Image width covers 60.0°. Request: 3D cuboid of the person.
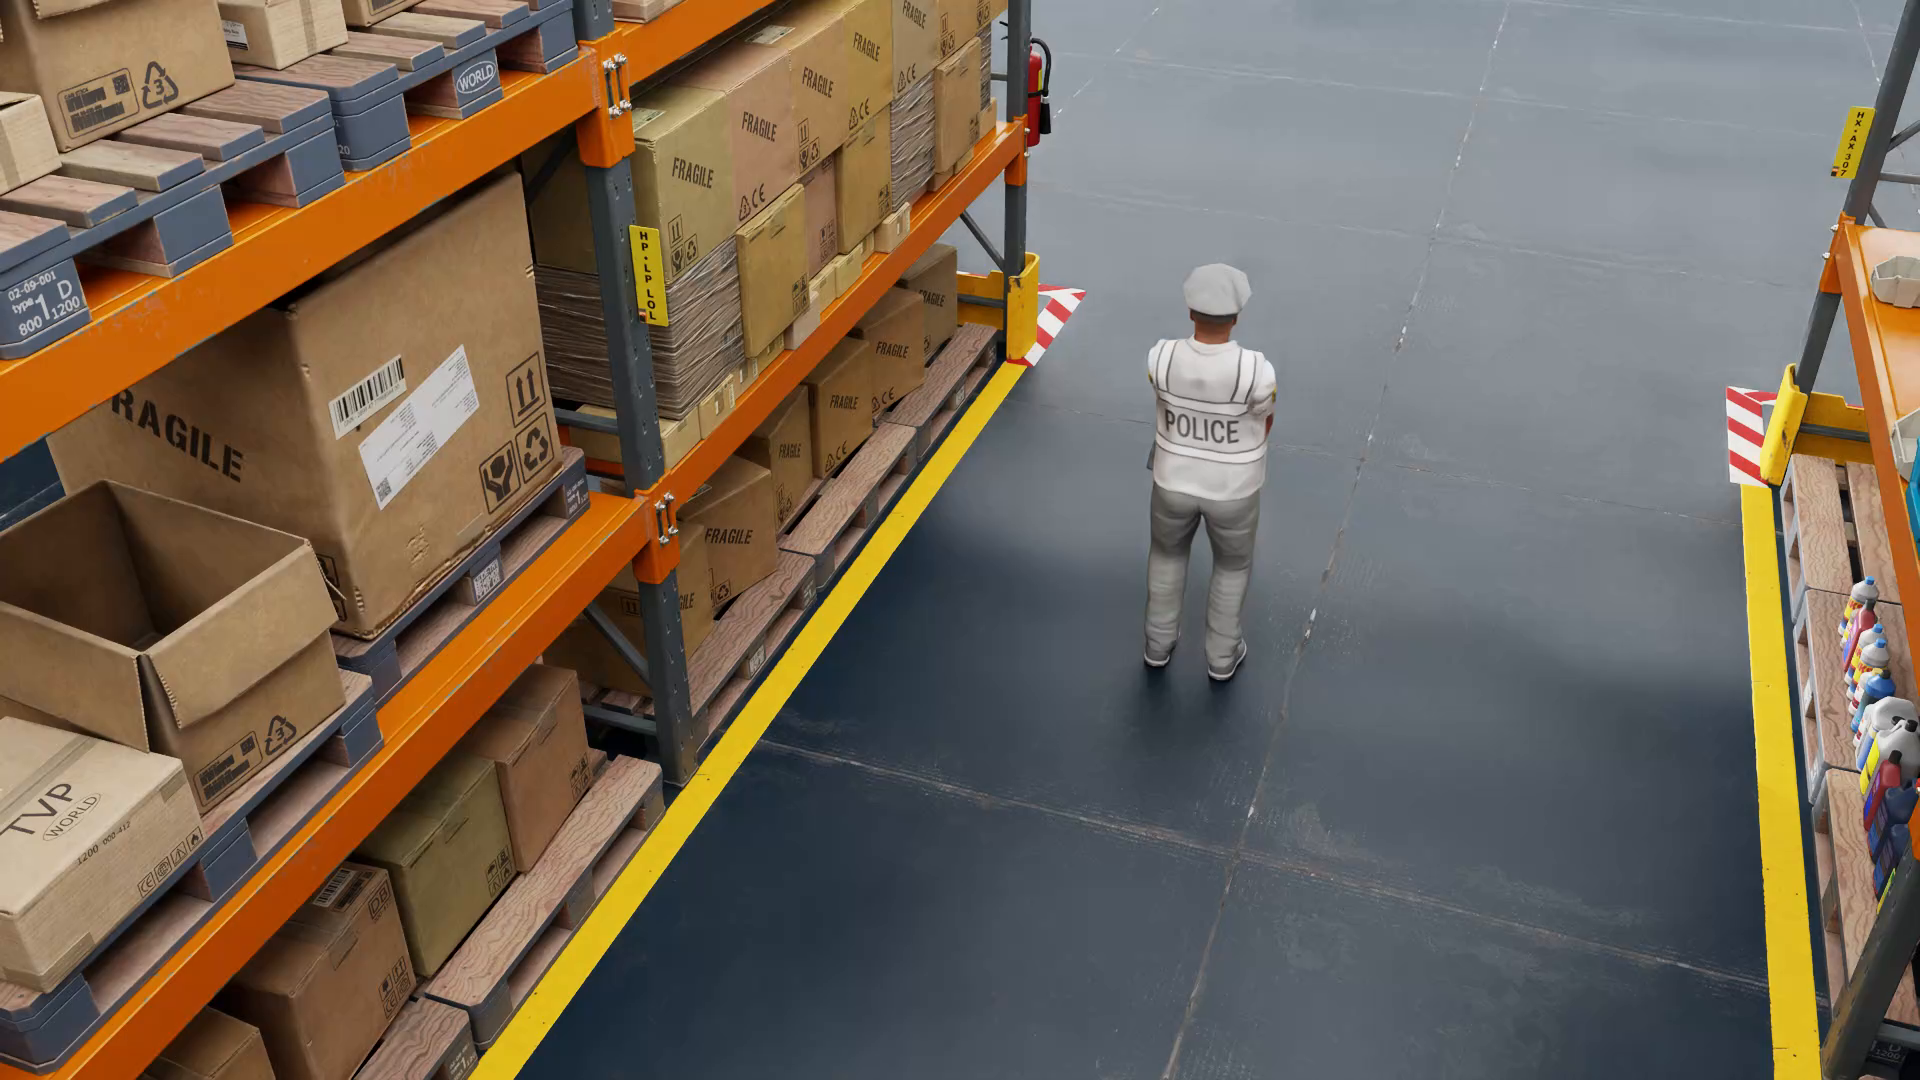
[{"bbox_3d":[0.978,-0.286,6.559,0.491,1.771,0.559,11,35,17],"label":"person"}]
